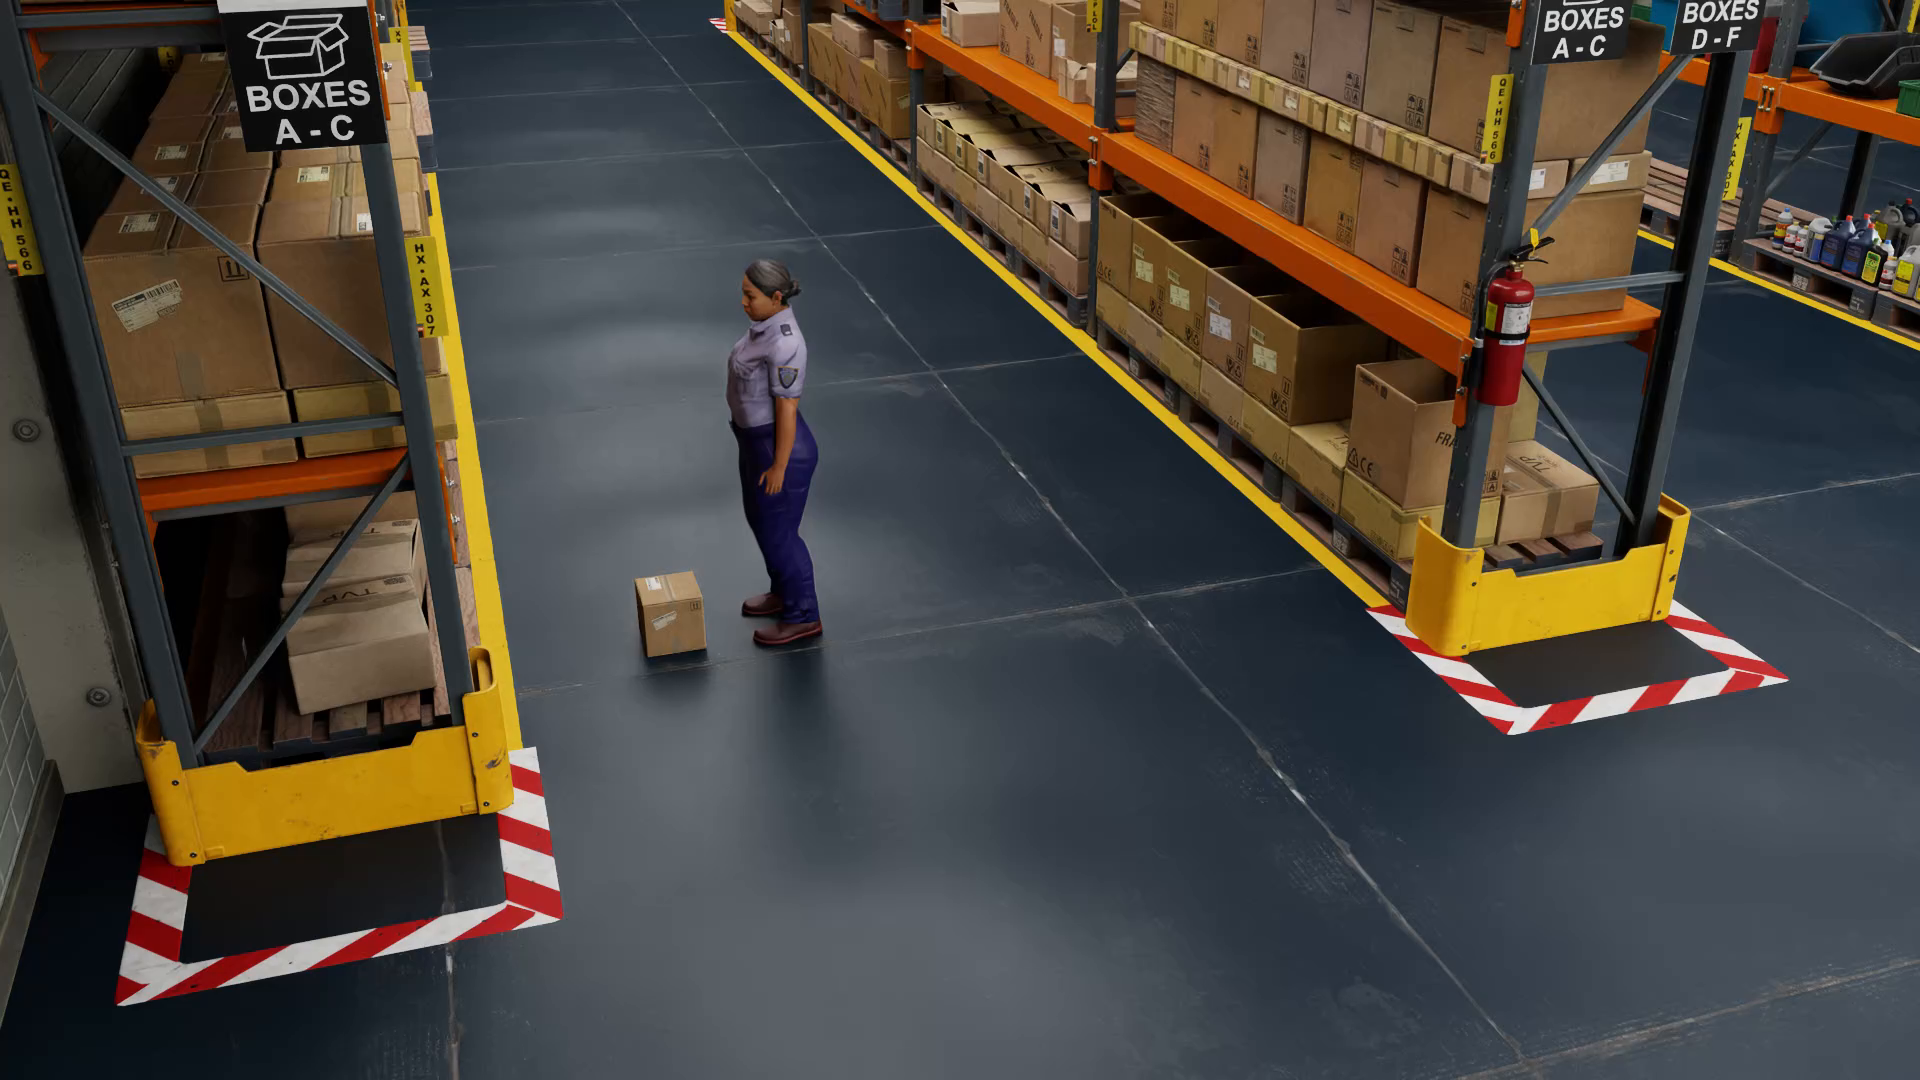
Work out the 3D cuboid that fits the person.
[{"bbox_3d":[-0.770,-0.365,6.872,0.342,1.645,0.469,-8,28,-15],"label":"person"}]
